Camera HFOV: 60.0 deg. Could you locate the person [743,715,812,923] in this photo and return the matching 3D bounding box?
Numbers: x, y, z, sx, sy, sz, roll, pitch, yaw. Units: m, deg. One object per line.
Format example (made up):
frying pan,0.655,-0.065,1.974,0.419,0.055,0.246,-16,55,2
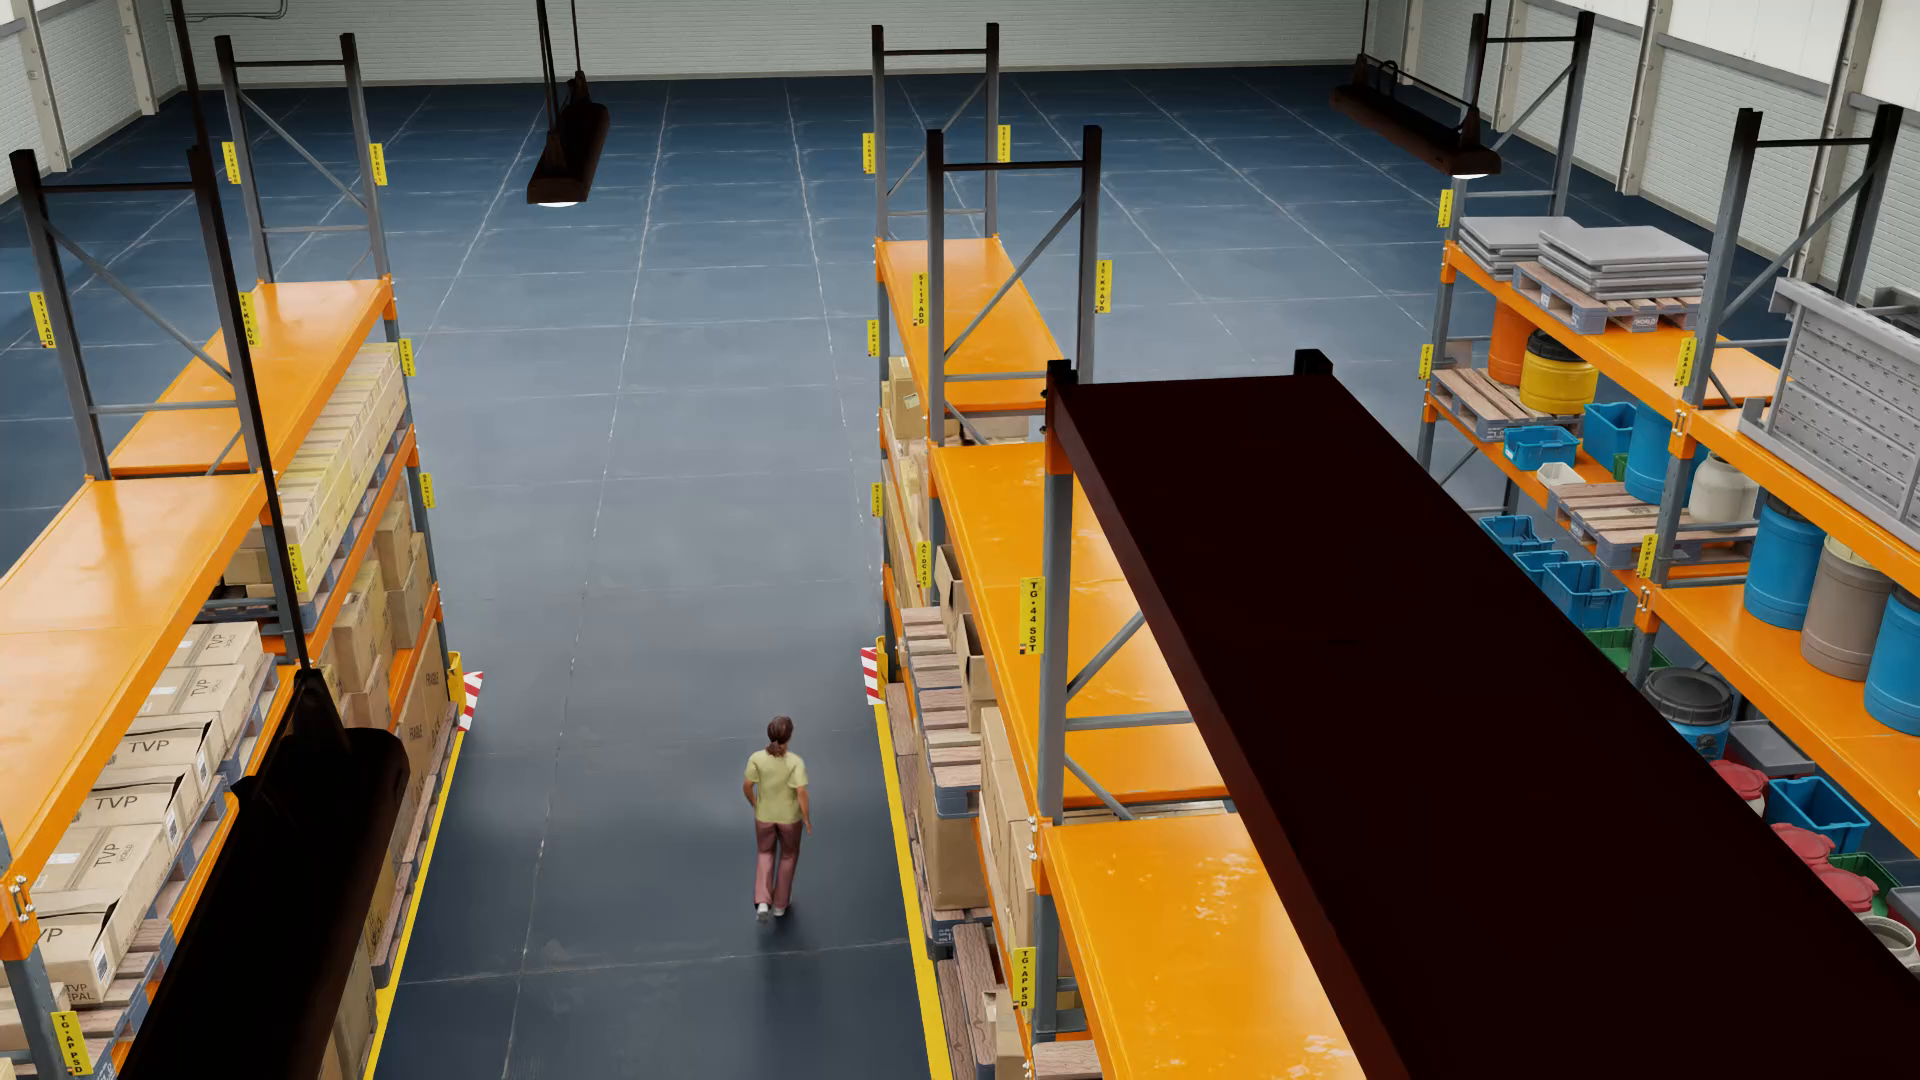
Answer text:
person,-1.351,2.102,12.204,0.510,1.651,0.608,3,26,6
